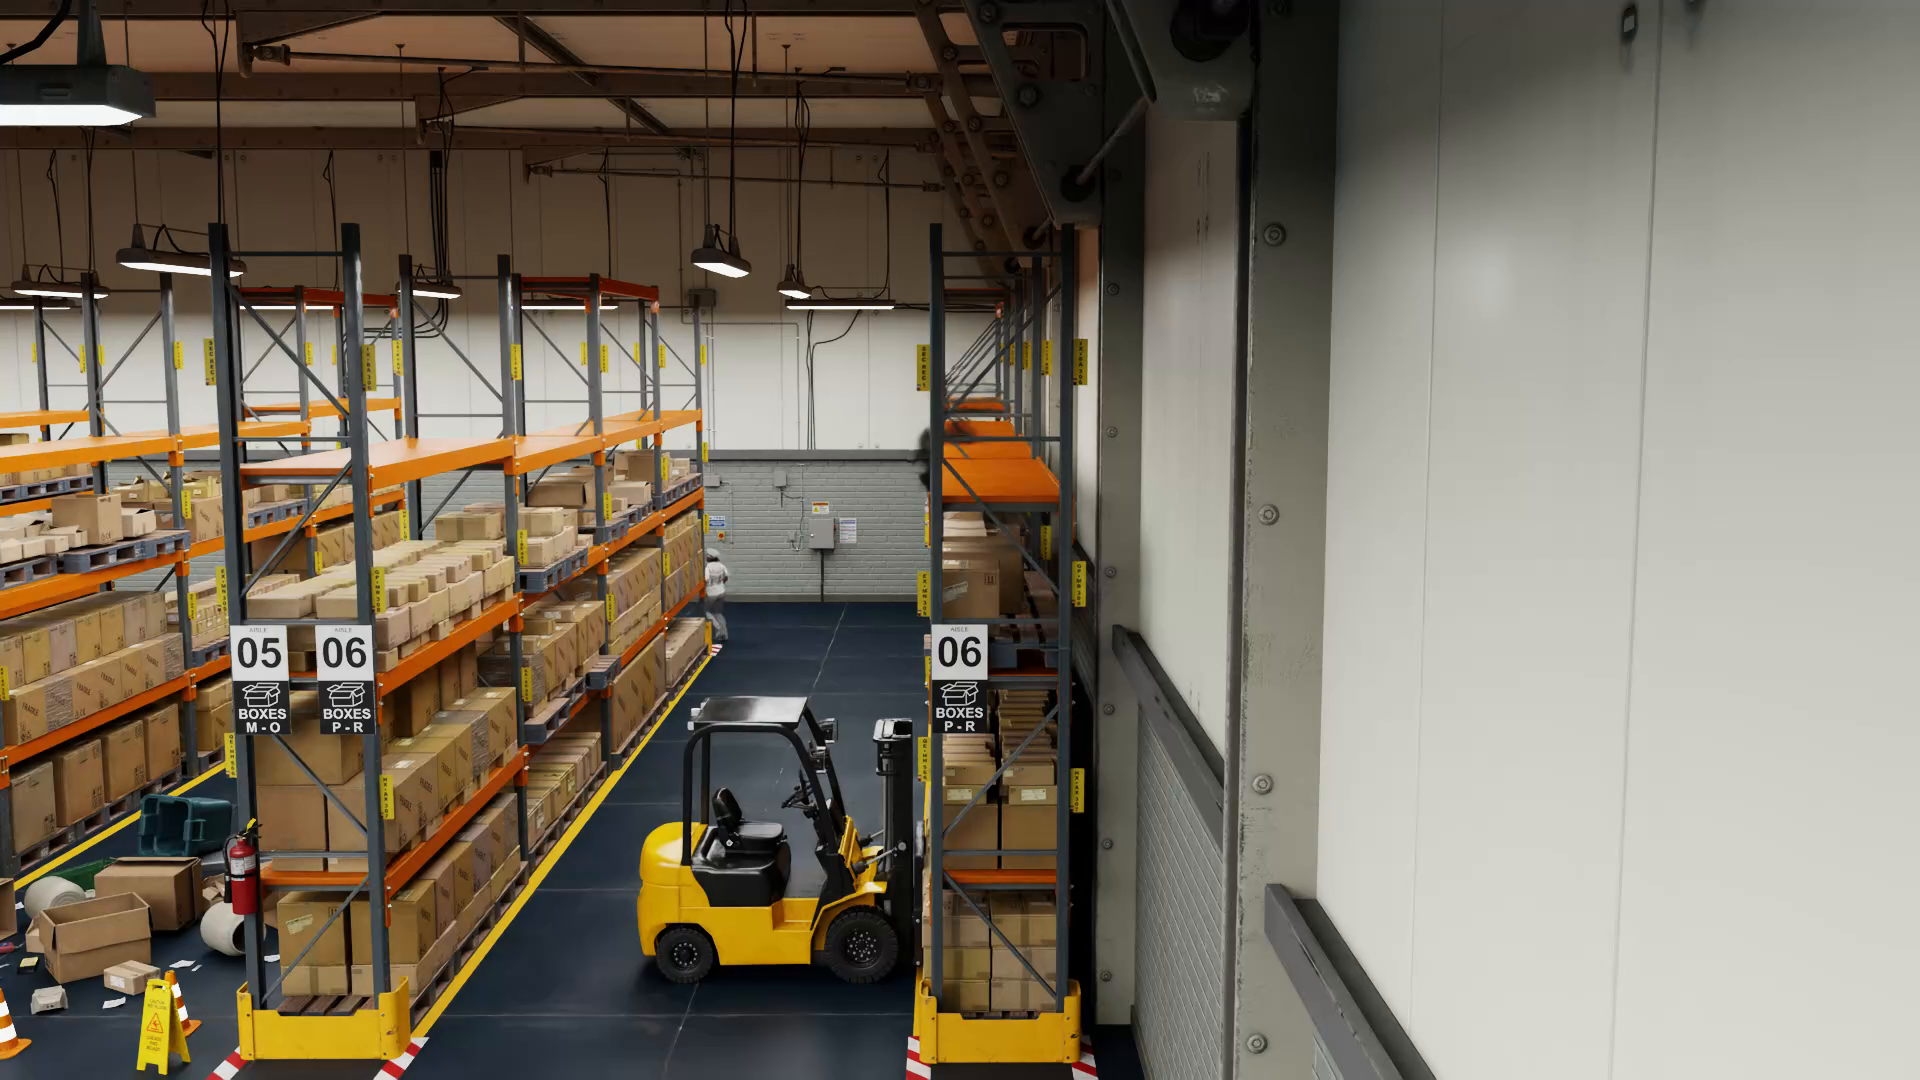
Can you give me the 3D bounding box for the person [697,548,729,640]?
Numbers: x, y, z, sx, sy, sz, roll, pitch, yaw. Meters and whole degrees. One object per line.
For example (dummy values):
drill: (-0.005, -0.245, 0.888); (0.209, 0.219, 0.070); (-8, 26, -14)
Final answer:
person: (-4.367, 0.952, 29.178); (0.500, 1.651, 0.650); (6, 9, 43)
